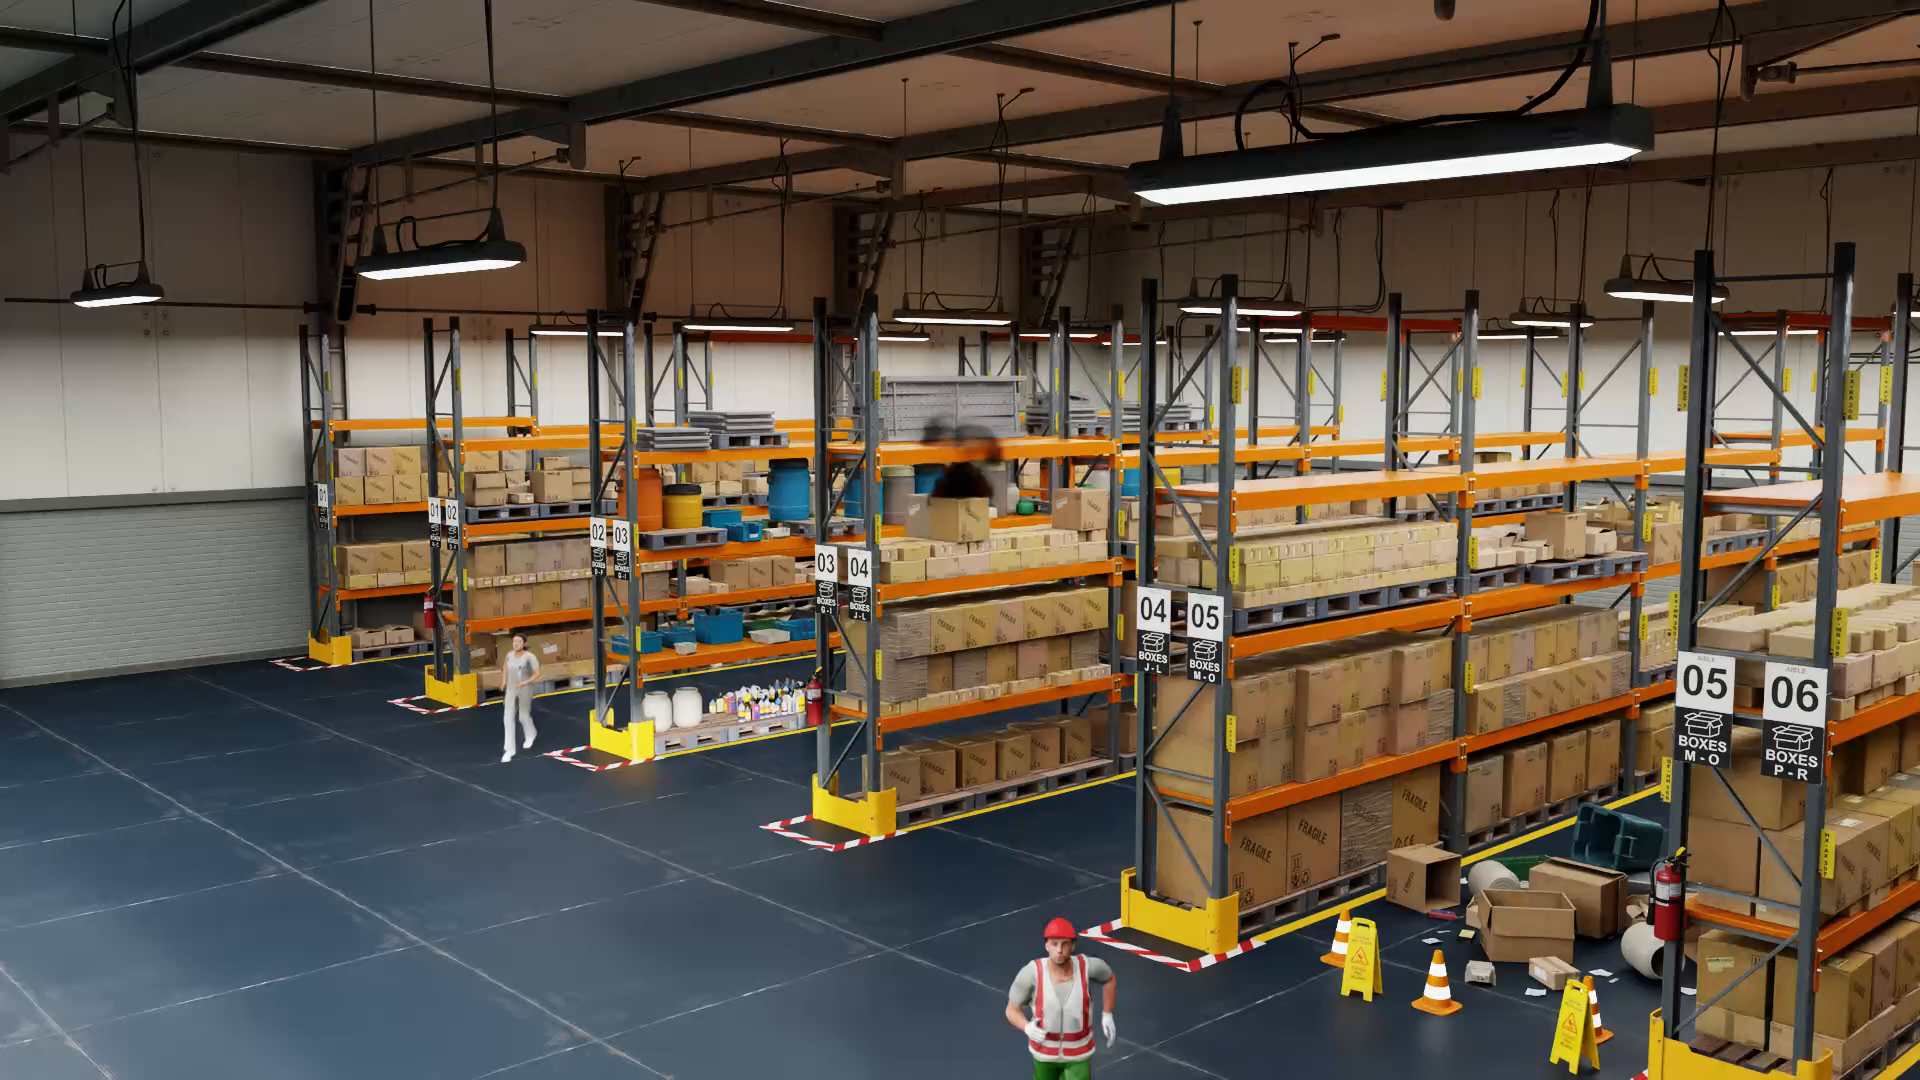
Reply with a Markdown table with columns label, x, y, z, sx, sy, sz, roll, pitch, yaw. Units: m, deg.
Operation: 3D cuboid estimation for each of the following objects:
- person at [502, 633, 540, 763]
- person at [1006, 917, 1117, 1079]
| label | x | y | z | sx | sy | sz | roll | pitch | yaw |
| --- | --- | --- | --- | --- | --- | --- | --- | --- | --- |
| person | -5.913 | 2.074 | 22.387 | 0.581 | 1.683 | 0.921 | 1 | 6 | 7 |
| person | 0.635 | 3.244 | 10.412 | 0.690 | 1.849 | 0.912 | 0 | 6 | 4 |
